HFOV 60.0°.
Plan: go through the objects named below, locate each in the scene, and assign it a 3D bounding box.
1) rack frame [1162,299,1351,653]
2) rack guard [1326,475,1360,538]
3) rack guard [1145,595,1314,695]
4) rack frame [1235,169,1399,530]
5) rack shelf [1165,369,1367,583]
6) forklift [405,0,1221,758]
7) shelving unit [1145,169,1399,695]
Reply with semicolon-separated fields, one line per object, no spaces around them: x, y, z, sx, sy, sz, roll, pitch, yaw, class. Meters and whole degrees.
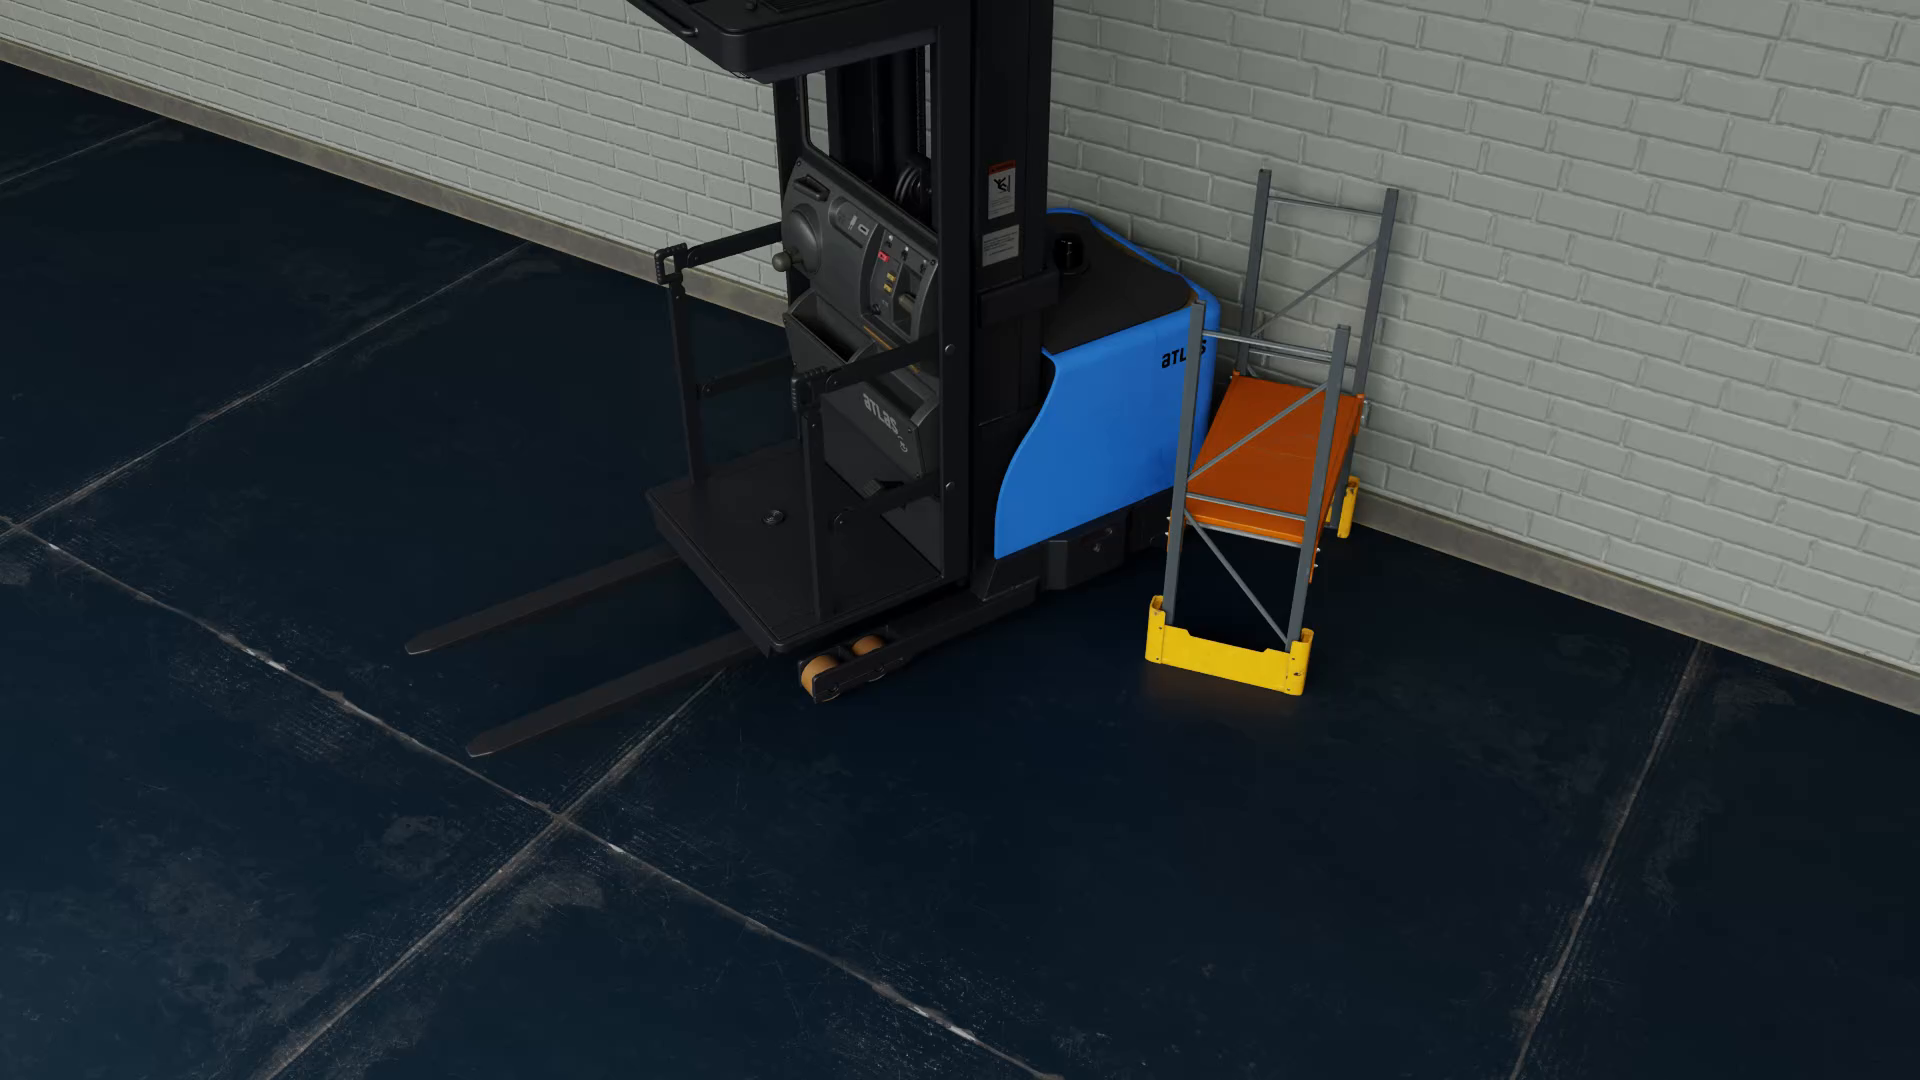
0.973;-0.112;5.667;0.500;1.500;0.032;13;39;16;rack frame
1.315;-0.189;6.790;0.587;0.250;0.087;13;39;16;rack guard
0.973;0.382;6.049;0.587;0.250;0.087;13;39;16;rack guard
1.322;-0.695;6.423;0.500;1.500;0.032;13;39;16;rack frame
1.147;-0.261;6.155;0.538;0.185;1.000;13;39;16;rack shelf
-0.525;-0.949;5.581;3.031;2.935;1.130;-22;43;-26;forklift
1.144;-0.398;6.038;0.587;1.500;1.083;13;39;16;shelving unit
